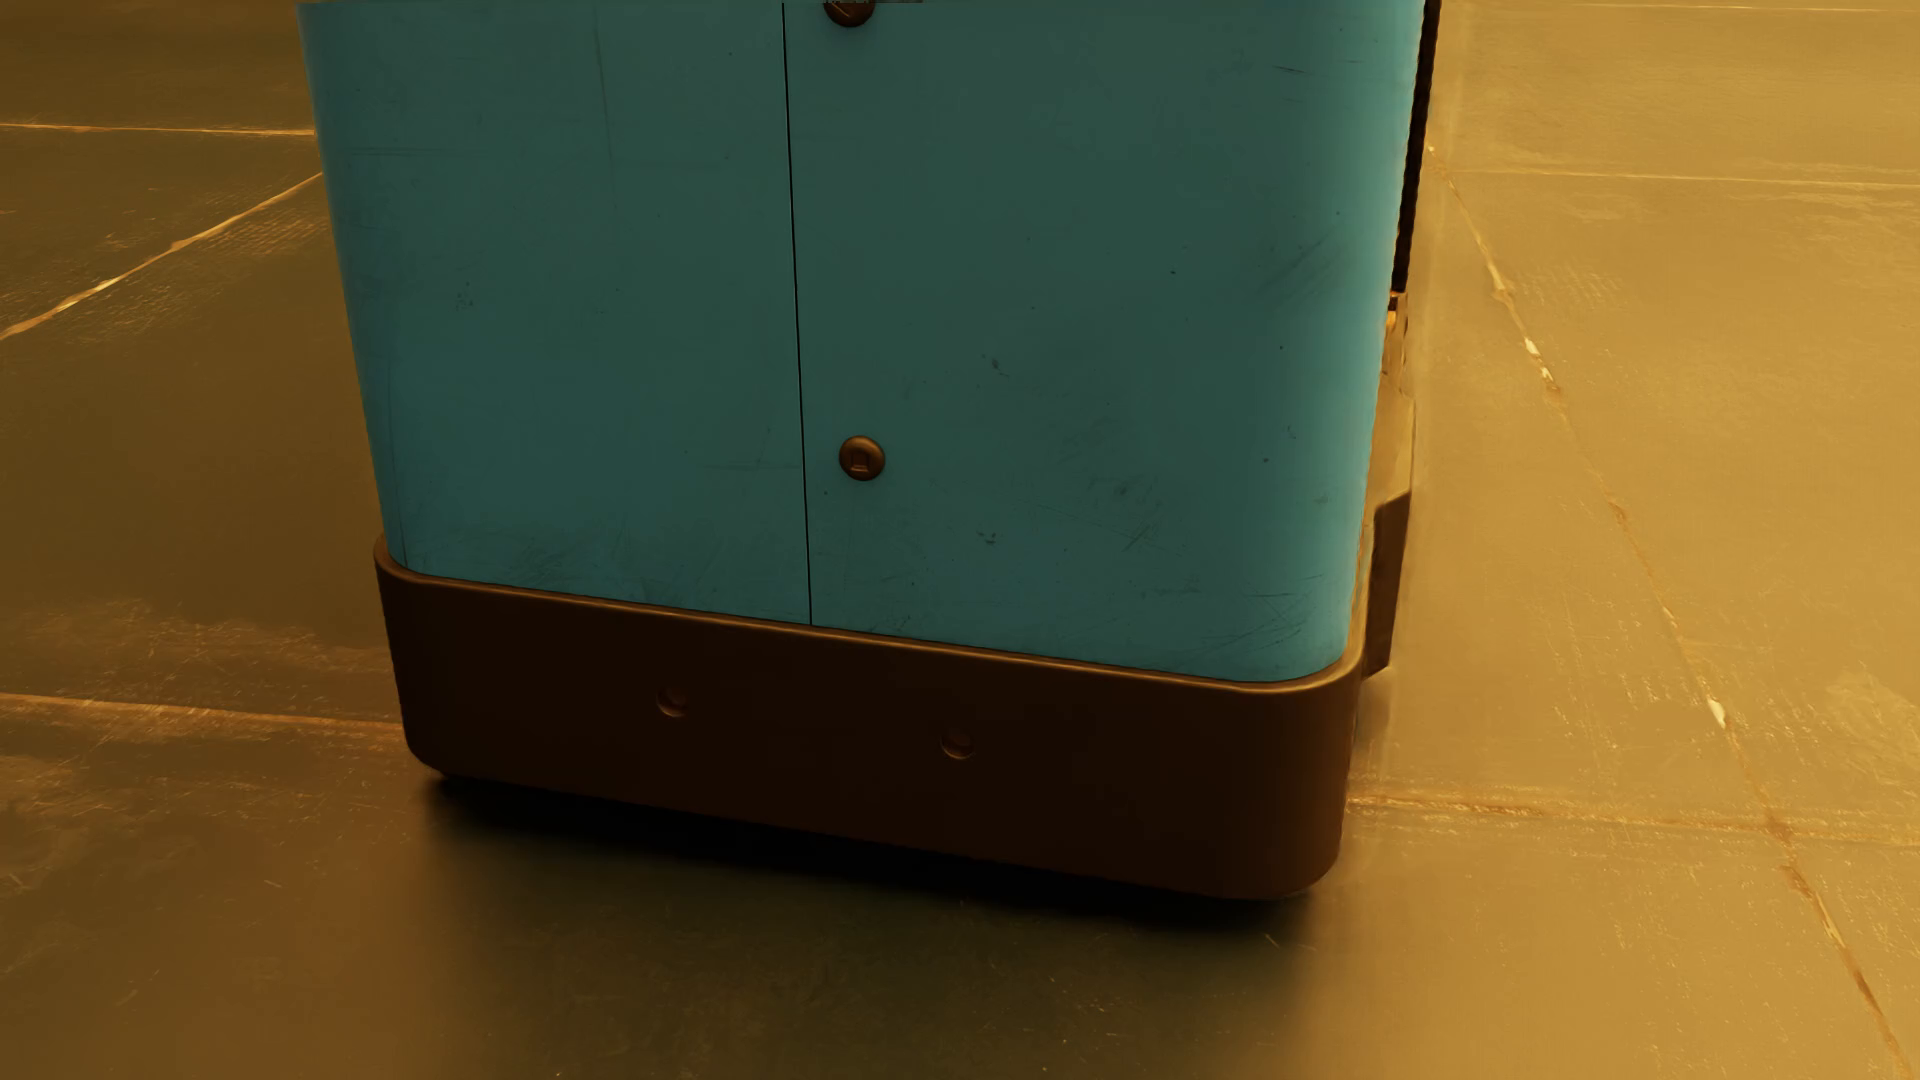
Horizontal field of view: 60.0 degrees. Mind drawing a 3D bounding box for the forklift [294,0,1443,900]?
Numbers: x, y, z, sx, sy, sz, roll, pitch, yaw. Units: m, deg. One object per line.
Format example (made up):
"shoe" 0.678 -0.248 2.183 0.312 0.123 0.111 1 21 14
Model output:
"forklift" 0.234 -1.596 2.417 1.130 2.935 3.031 7 27 13
